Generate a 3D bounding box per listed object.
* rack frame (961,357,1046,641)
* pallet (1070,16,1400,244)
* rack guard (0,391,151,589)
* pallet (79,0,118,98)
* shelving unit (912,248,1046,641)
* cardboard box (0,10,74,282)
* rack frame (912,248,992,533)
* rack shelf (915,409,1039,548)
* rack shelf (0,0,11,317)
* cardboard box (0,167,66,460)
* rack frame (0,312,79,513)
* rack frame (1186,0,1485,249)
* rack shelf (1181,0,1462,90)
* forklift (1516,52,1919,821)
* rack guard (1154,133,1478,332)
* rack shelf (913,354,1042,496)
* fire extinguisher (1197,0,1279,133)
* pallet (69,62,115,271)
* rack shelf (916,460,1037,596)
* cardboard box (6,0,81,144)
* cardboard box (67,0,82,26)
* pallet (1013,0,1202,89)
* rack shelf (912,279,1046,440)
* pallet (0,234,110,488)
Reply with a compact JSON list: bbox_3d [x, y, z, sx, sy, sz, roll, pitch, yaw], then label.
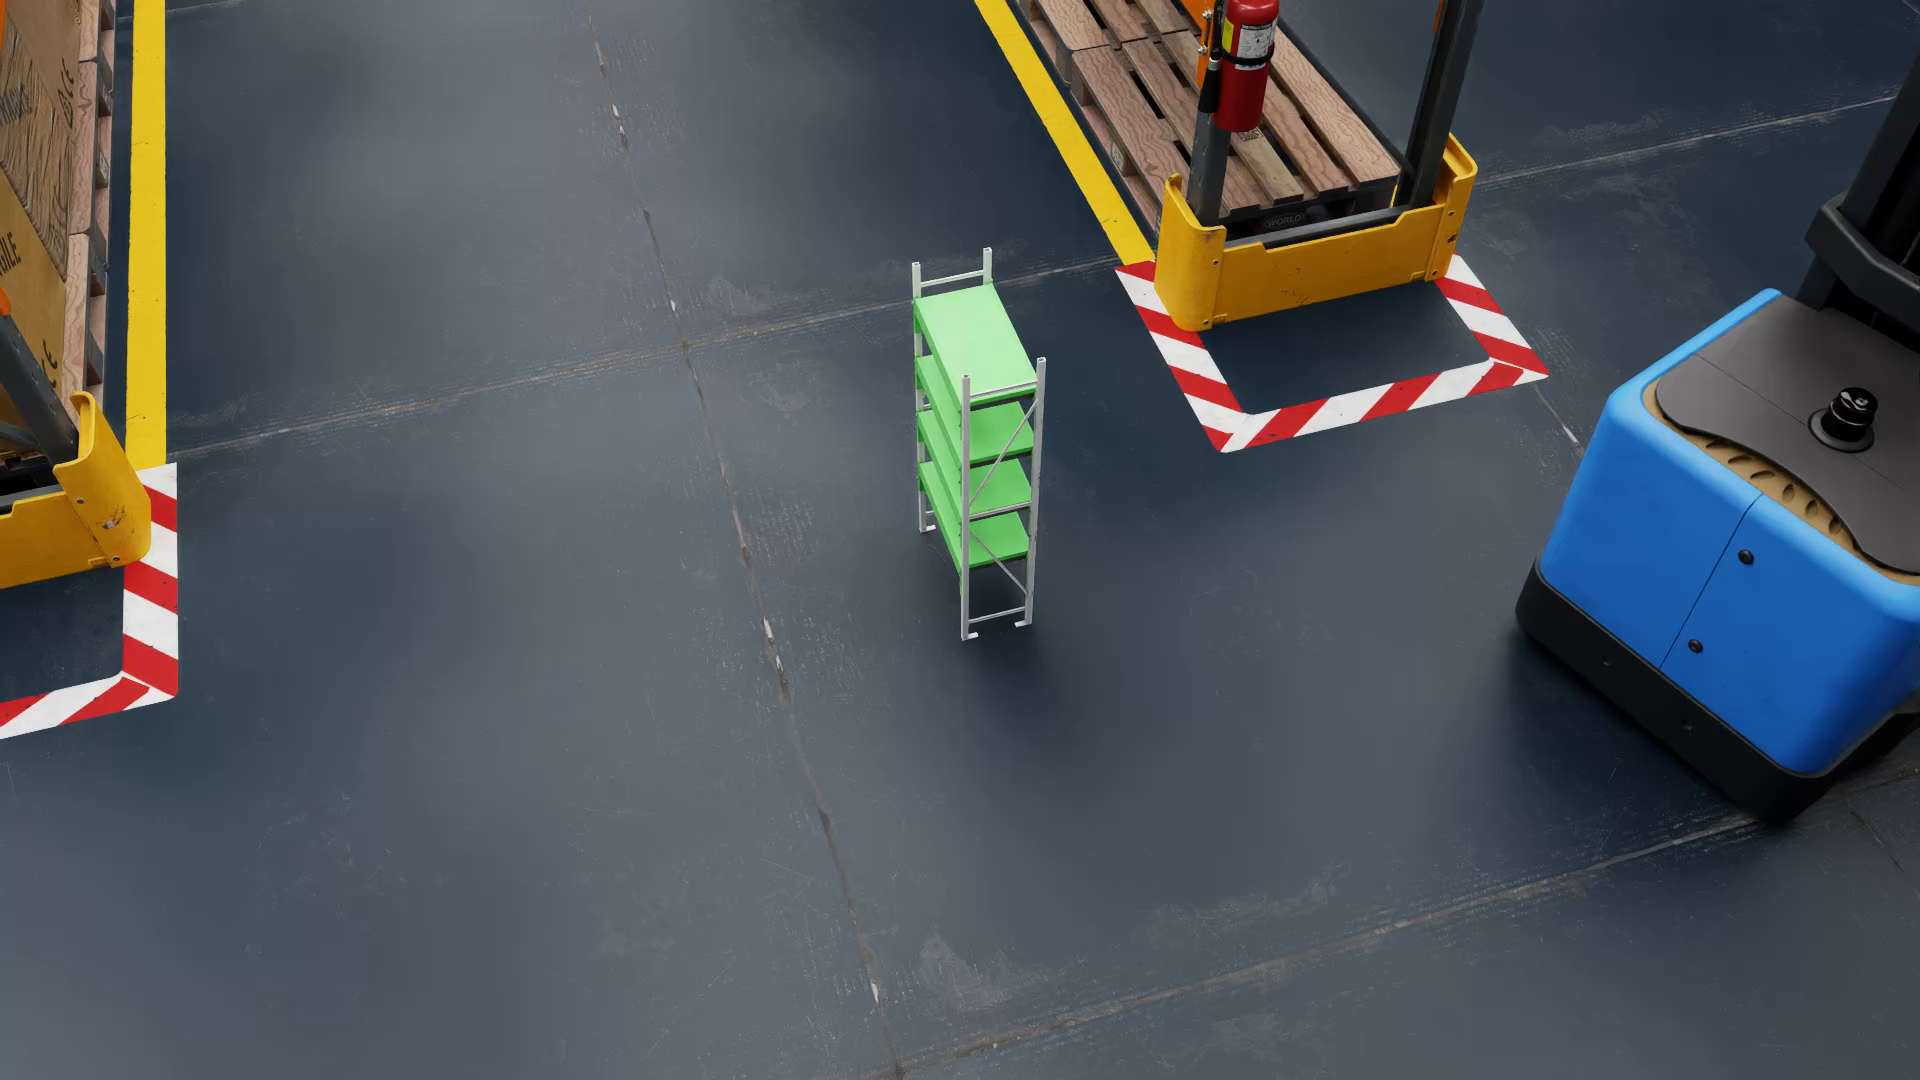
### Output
[{"bbox_3d":[0.121,-0.088,5.039,0.240,1.200,0.015,-13,51,-11],"label":"rack frame"},{"bbox_3d":[1.136,-1.743,7.081,1.003,0.211,1.213,-13,51,-11],"label":"pallet"},{"bbox_3d":[-3.382,-0.087,5.497,1.175,0.500,0.348,-13,51,-11],"label":"rack guard"},{"bbox_3d":[-4.421,-2.360,7.602,1.003,0.211,1.213,-13,51,-11],"label":"pallet"},{"bbox_3d":[0.049,-0.266,5.189,0.258,1.200,0.503,-13,51,-11],"label":"shelving unit"},{"bbox_3d":[-3.923,-1.475,6.147,0.875,0.875,0.875,-13,51,-11],"label":"cardboard box"},{"bbox_3d":[-0.023,-0.444,5.340,0.240,1.200,0.015,-13,51,-11],"label":"rack frame"},{"bbox_3d":[0.049,-0.225,5.238,0.258,0.148,0.480,-13,51,-11],"label":"rack shelf"},{"bbox_3d":[-3.980,-2.139,6.062,1.077,0.370,4.000,-13,51,-11],"label":"rack shelf"},{"bbox_3d":[-3.654,-0.810,5.586,0.875,0.875,0.875,-13,51,-11],"label":"cardboard box"},{"bbox_3d":[-3.389,-0.911,4.556,1.000,3.000,0.127,-13,51,-11],"label":"rack frame"},{"bbox_3d":[1.343,-2.030,5.500,1.000,3.000,0.127,-13,51,-11],"label":"rack frame"},{"bbox_3d":[0.751,-3.259,7.006,1.077,0.370,4.000,-13,51,-11],"label":"rack shelf"},{"bbox_3d":[3.299,-1.051,4.719,3.031,2.935,1.130,-30,56,-23],"label":"forklift"},{"bbox_3d":[1.362,-1.210,6.443,1.175,0.500,0.348,-13,51,-11],"label":"rack guard"},{"bbox_3d":[0.049,-0.379,5.055,0.258,0.148,0.480,-13,51,-11],"label":"rack shelf"},{"bbox_3d":[0.953,-1.672,5.493,0.296,0.674,0.183,-13,51,-11],"label":"fire extinguisher"},{"bbox_3d":[-4.057,-1.468,6.849,1.003,0.211,1.213,-13,51,-11],"label":"pallet"},{"bbox_3d":[0.049,-0.070,5.422,0.258,0.148,0.480,-13,51,-11],"label":"rack shelf"},{"bbox_3d":[-4.187,-2.125,6.695,0.875,0.875,0.875,-13,51,-11],"label":"cardboard box"},{"bbox_3d":[-4.453,-2.782,7.249,0.875,0.875,0.875,-13,51,-11],"label":"cardboard box"},{"bbox_3d":[0.779,-2.632,7.831,1.003,0.211,1.213,-13,51,-11],"label":"pallet"},{"bbox_3d":[0.049,-0.534,4.871,0.258,0.148,0.480,-13,51,-11],"label":"rack shelf"},{"bbox_3d":[-3.700,-0.578,6.099,1.003,0.211,1.213,-13,51,-11],"label":"pallet"}]
